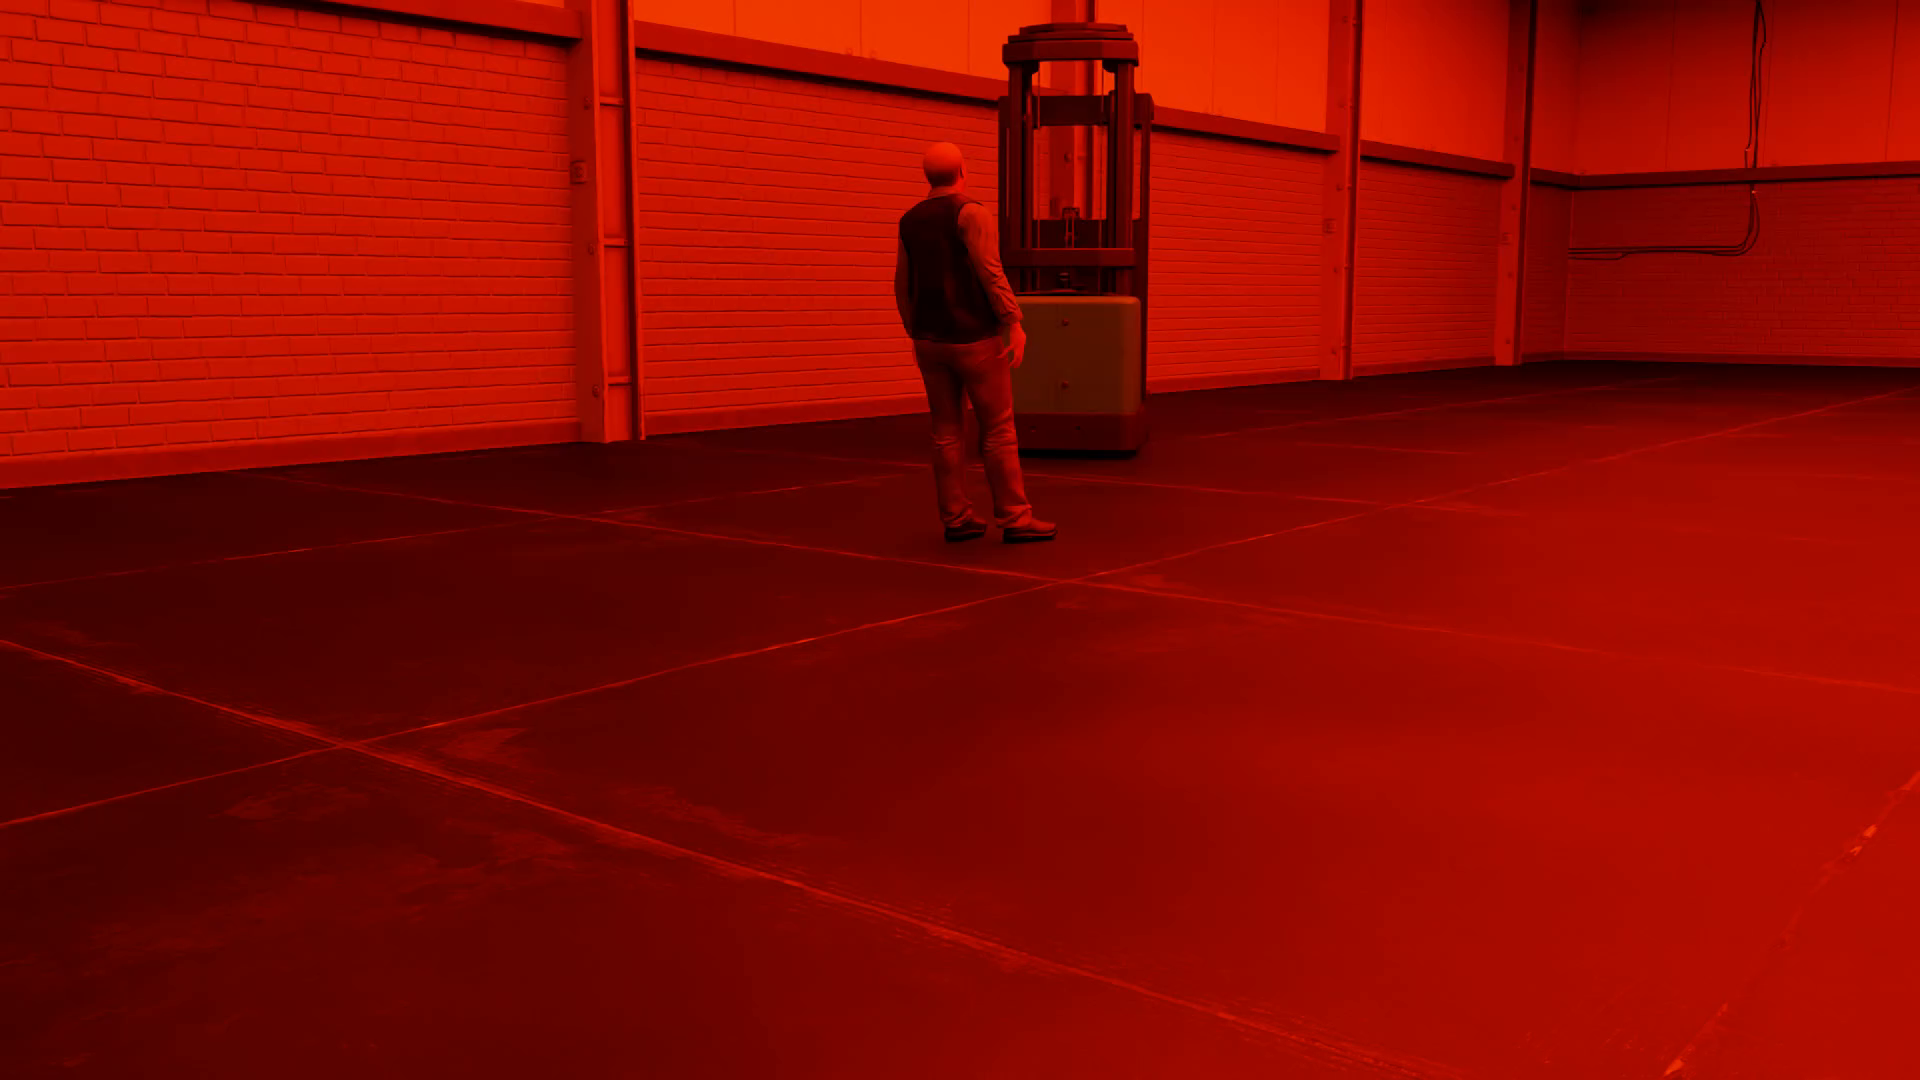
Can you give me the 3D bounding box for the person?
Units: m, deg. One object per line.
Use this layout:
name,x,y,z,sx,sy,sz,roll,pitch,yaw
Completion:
person,0.045,-0.865,7.322,0.632,1.720,0.568,7,11,38

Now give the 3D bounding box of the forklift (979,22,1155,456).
forklift,0.856,-2.191,12.257,1.130,2.935,3.031,1,8,9
